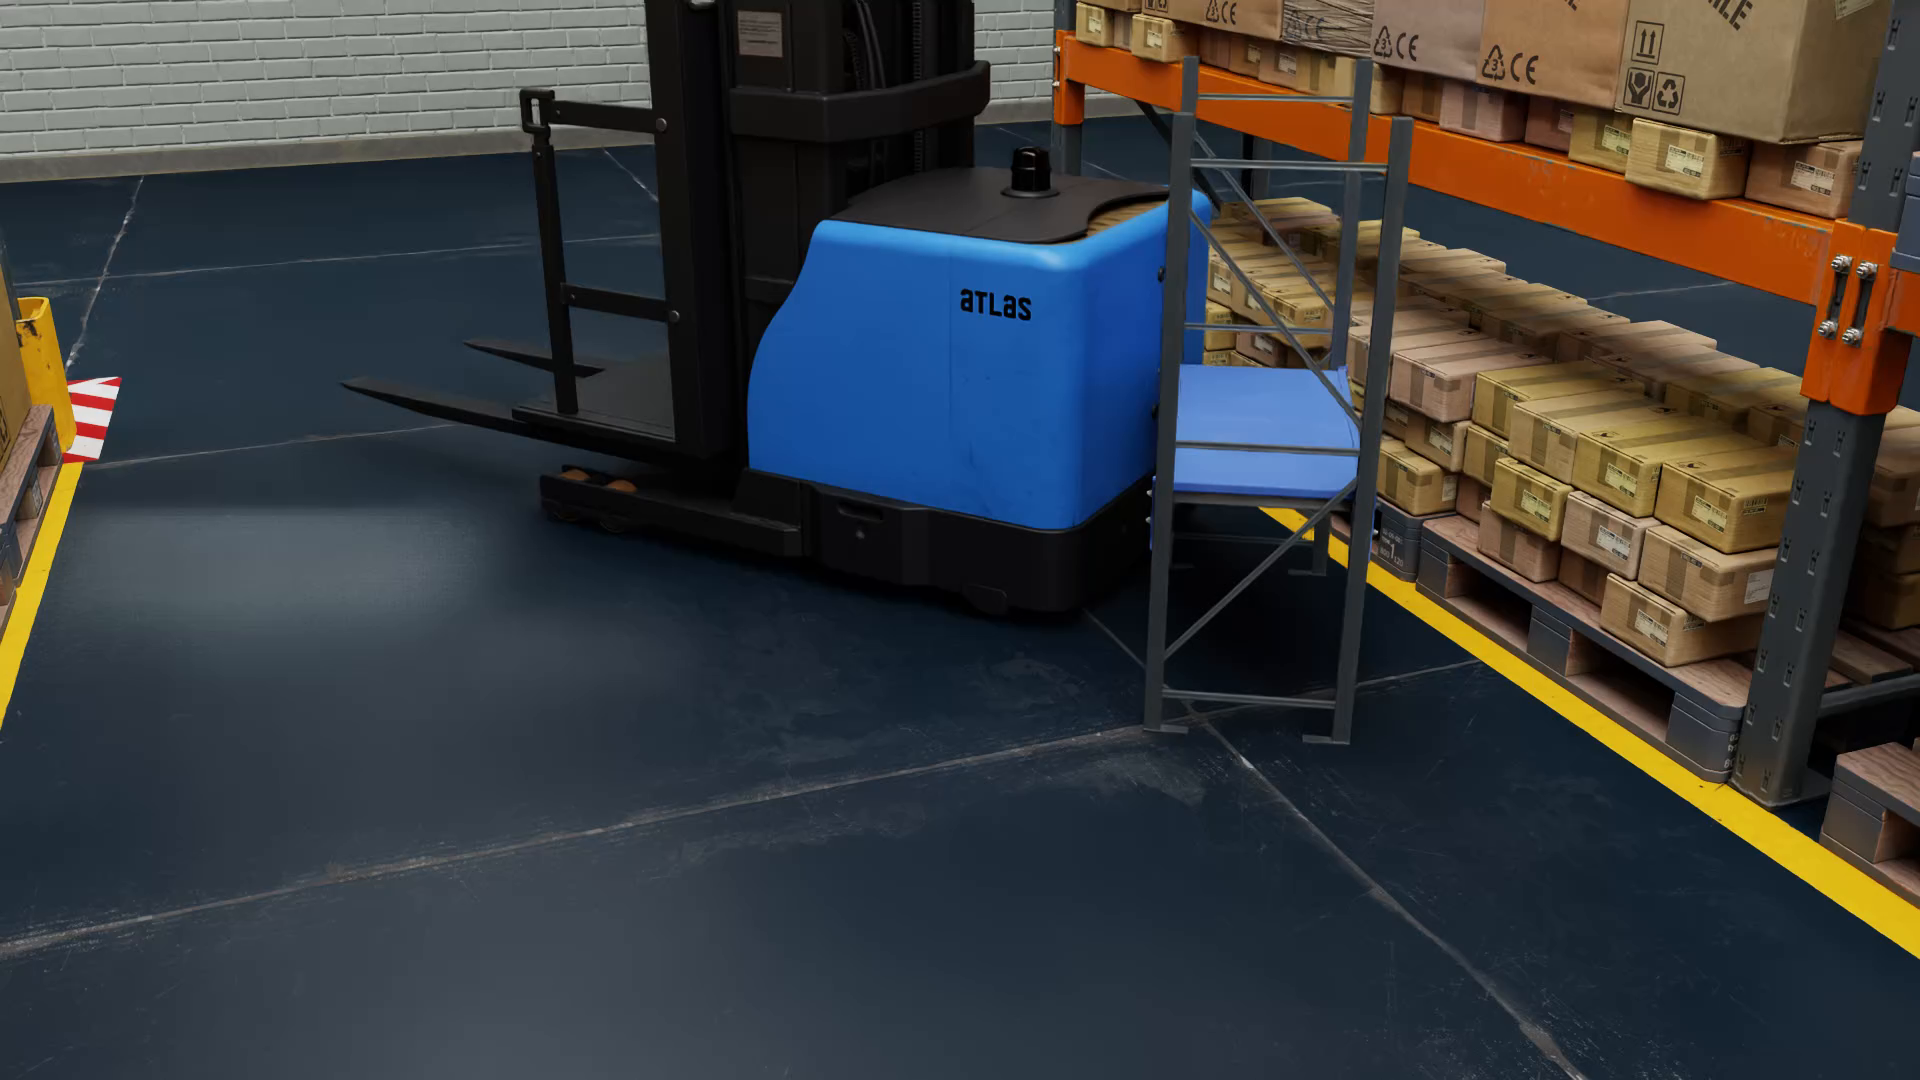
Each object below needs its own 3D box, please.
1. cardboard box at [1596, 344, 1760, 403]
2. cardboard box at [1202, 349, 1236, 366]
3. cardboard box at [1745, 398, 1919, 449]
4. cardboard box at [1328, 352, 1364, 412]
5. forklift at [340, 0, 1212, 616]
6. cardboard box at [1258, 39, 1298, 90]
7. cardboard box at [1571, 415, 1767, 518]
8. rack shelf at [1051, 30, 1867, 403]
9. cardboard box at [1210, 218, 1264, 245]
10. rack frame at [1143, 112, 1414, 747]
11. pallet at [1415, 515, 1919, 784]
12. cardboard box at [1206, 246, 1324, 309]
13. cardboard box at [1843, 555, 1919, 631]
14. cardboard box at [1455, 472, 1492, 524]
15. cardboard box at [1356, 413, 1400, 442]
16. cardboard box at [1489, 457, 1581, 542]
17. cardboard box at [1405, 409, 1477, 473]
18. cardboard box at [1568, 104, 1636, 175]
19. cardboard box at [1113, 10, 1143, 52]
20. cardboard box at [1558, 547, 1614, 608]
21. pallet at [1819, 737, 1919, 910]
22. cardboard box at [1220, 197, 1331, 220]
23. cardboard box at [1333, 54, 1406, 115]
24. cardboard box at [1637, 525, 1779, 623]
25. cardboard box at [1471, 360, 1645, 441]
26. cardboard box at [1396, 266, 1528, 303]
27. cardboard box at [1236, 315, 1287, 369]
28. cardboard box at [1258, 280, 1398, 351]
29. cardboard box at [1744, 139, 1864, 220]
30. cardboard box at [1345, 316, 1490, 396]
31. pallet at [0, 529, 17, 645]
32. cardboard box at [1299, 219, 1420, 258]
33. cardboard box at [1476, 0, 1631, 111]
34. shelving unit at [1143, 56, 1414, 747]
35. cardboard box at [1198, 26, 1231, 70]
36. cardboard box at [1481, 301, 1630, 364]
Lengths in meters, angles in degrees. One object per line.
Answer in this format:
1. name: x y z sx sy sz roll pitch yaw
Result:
1. cardboard box: 2.065 -0.447 4.812 0.380 0.149 0.250 -9 24 -20
2. cardboard box: 1.007 -0.672 6.112 0.380 0.149 0.250 -8 24 -18
3. cardboard box: 2.314 -0.270 4.392 0.380 0.149 0.250 -7 24 -16
4. cardboard box: 1.421 -0.531 5.395 0.380 0.149 0.250 -7 24 -16
5. forklift: -0.768 -1.537 5.123 3.031 2.935 1.130 12 26 27
6. cardboard box: 1.206 -1.566 5.428 0.380 0.149 0.250 -9 24 -20
7. cardboard box: 1.787 -0.189 4.201 0.380 0.149 0.250 -8 24 -18
8. rack shelf: 1.577 -1.249 5.278 1.077 0.370 4.000 -8 24 -19
9. cardboard box: 0.948 -1.141 6.459 0.380 0.149 0.250 -8 24 -18
10. rack frame: 0.703 -0.207 3.809 0.500 1.500 0.032 3 23 8
11. pallet: 2.013 0.192 4.524 1.003 0.211 1.213 -8 24 -19
12. cardboard box: 1.082 -0.953 6.013 0.380 0.149 0.250 -10 25 -22
13. cardboard box: 2.456 0.090 4.305 0.380 0.149 0.250 -9 25 -21
14. cardboard box: 1.680 -0.135 4.839 0.380 0.149 0.250 -9 24 -20
15. cardboard box: 1.432 -0.310 5.253 0.380 0.149 0.250 -8 24 -18
16. cardboard box: 1.657 -0.133 4.452 0.380 0.149 0.250 -9 25 -21
17. cardboard box: 1.552 -0.328 4.913 0.380 0.149 0.250 -8 24 -18
18. cardboard box: 1.732 -0.994 4.070 0.380 0.149 0.250 -7 24 -17
19. cardboard box: 0.807 -1.942 6.320 0.380 0.149 0.250 -7 24 -17
20. cardboard box: 1.813 0.064 4.365 0.380 0.149 0.250 -8 24 -18
21. pallet: 2.560 0.713 3.286 1.003 0.211 1.213 -8 24 -19
22. cardboard box: 1.295 -1.304 6.846 0.380 0.149 0.250 -8 24 -18
23. cardboard box: 1.344 -1.368 4.958 0.380 0.149 0.250 -8 24 -18
24. cardboard box: 1.875 0.058 3.997 0.380 0.149 0.250 -8 24 -18
25. cardboard box: 1.674 -0.384 4.662 0.380 0.149 0.250 -8 24 -17
26. cardboard box: 1.709 -0.824 5.708 0.380 0.149 0.250 -9 25 -21
27. cardboard box: 1.201 -0.723 5.851 0.380 0.149 0.250 -10 25 -22
28. cardboard box: 1.221 -0.749 5.529 0.380 0.149 0.250 -8 24 -18
29. cardboard box: 1.964 -0.810 3.633 0.380 0.149 0.250 -9 24 -20
30. cardboard box: 1.385 -0.566 5.094 0.380 0.149 0.250 -9 25 -21
31. pallet: -3.022 0.344 4.163 1.003 0.211 1.213 -8 24 -19
32. cardboard box: 1.540 -1.128 6.428 0.380 0.149 0.250 -9 24 -20
33. cardboard box: 1.666 -1.363 4.110 0.500 0.500 0.500 -9 24 -20
34. shelving unit: 0.776 -0.402 4.272 0.538 1.500 1.048 3 23 8
35. cardboard box: 1.072 -1.762 5.892 0.380 0.149 0.250 -7 24 -17
36. cardboard box: 1.878 -0.638 5.266 0.380 0.149 0.250 -9 25 -21
